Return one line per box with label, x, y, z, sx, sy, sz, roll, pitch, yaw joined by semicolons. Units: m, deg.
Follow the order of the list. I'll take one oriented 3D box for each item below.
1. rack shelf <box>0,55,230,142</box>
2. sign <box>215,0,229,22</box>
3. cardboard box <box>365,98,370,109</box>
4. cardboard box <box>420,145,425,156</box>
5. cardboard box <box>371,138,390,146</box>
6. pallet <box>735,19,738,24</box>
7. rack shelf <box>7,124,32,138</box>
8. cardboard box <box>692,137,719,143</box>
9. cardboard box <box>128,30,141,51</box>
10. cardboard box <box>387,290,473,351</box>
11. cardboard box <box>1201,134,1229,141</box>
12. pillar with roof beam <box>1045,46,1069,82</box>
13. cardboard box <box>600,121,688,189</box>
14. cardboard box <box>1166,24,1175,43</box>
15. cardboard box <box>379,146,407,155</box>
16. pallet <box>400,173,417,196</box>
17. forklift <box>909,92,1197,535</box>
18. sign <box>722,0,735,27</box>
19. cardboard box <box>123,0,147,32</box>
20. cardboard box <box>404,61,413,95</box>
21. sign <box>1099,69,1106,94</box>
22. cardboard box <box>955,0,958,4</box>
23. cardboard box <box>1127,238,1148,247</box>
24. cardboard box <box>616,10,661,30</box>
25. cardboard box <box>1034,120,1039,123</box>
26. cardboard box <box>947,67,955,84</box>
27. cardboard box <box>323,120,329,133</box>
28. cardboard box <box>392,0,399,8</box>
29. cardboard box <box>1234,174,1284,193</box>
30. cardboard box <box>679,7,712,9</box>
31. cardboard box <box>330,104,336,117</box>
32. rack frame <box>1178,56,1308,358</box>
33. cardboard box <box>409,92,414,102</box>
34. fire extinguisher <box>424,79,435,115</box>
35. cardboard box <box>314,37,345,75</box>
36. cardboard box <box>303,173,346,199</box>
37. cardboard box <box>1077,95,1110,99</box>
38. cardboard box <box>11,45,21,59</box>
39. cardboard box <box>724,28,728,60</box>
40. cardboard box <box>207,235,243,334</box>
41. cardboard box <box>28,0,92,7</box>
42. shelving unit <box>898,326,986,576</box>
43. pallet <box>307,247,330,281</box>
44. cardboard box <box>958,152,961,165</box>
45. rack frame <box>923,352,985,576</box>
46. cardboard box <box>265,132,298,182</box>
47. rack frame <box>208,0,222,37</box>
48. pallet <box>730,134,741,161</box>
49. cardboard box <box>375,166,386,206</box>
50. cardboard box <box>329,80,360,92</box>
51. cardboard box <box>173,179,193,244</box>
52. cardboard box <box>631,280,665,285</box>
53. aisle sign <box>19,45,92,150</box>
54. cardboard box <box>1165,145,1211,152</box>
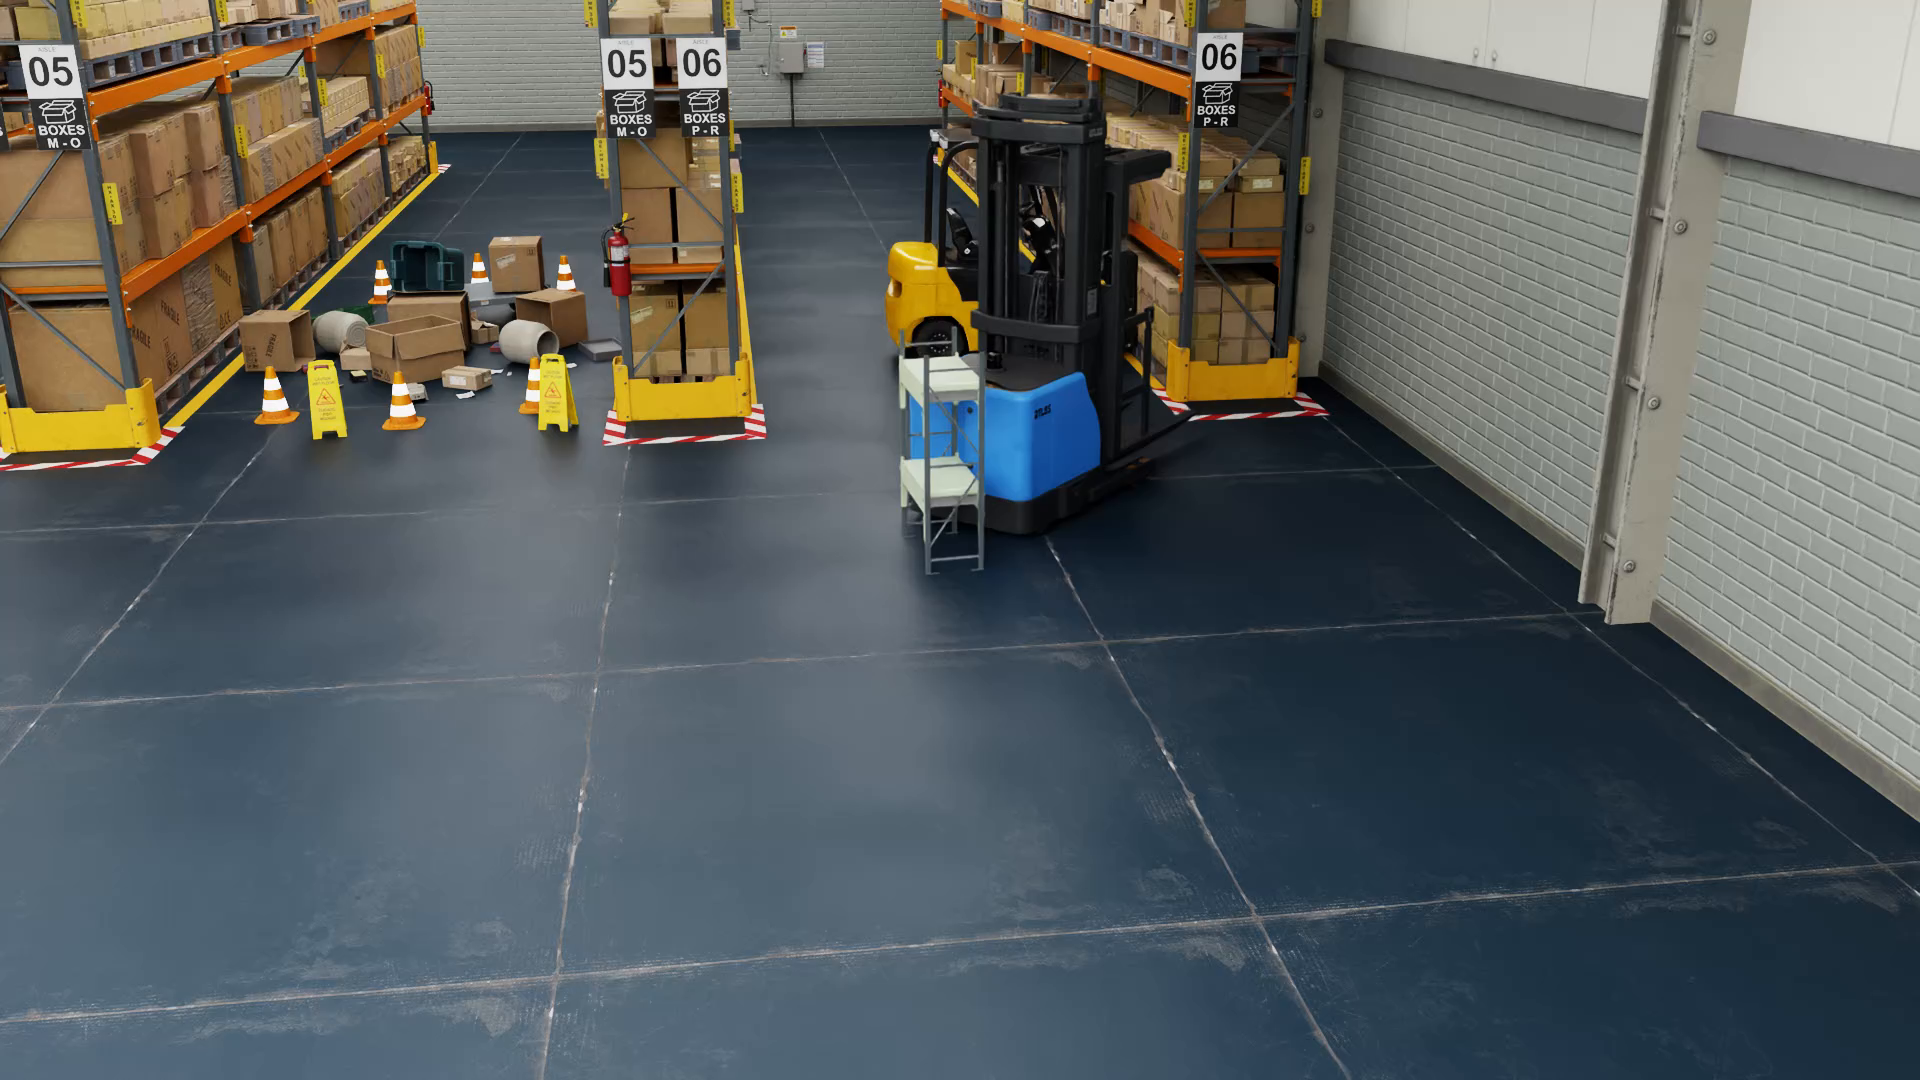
rack shelf;-7.595;-3.973;14.807;1.077;0.370;4.000;-3;21;-8
sign;-7.334;-5.310;16.507;0.100;0.325;0.005;-3;21;-8
cardboard box;-8.783;-6.319;24.105;0.380;0.149;0.250;-3;21;-9
cardboard box;-9.254;-6.584;28.107;0.380;0.149;0.250;-3;21;-9
cardboard box;-9.715;-6.604;27.735;0.380;0.149;0.250;-3;21;-7
pallet;-3.135;-5.777;18.878;1.213;0.211;1.003;-3;21;-8
rack shelf;-13.671;-5.122;22.172;1.077;0.370;4.000;-3;21;-8
cardboard box;-2.689;-3.927;17.374;0.500;0.500;0.500;-3;21;-9
cardboard box;-7.184;-4.228;14.077;0.380;0.149;0.250;-3;21;-8
cardboard box;-5.324;-2.195;16.679;0.797;0.637;0.503;-3;21;-8
cardboard box;2.457;-3.903;16.383;0.380;0.149;0.250;-3;21;-7
pillar with roof beam;-2.710;-9.783;25.048;9.100;9.000;0.400;-3;21;-8
cardboard box;-2.712;-3.317;14.314;0.700;0.500;0.500;-3;21;-9
cardboard box;2.069;-4.551;14.943;0.380;0.149;0.250;-4;21;-9
cardboard box;-9.147;-6.268;26.836;0.380;0.149;0.250;-4;21;-10
pallet;-9.347;-5.715;26.715;1.003;0.211;1.213;-3;21;-8
forklift;0.868;-1.870;12.534;1.130;2.935;3.031;13;24;32
sign;-1.886;-4.339;13.510;0.100;0.325;0.005;-3;21;-8
cardboard box;-7.270;-4.460;14.131;0.500;0.250;0.500;-3;21;-8
cardboard box;-9.142;-7.442;26.786;0.500;0.500;0.500;-3;21;-8
sign;1.884;-6.090;22.080;0.100;0.325;0.005;-3;21;-8
cardboard box;0.123;-8.918;27.378;0.380;0.149;0.250;-3;21;-8
cardboard box;1.818;-2.978;17.303;0.500;0.250;0.500;-2;21;-6
cardboard box;-2.803;-4.529;14.488;0.380;0.149;0.250;-3;21;-7
cardboard box;1.229;-5.343;21.234;0.500;0.250;0.500;-2;21;-6
cardboard box;0.054;-8.012;28.670;0.500;0.250;0.500;-3;21;-7
cardboard box;-8.363;-5.319;21.429;0.380;0.149;0.250;-2;21;-5
cardboard box;-9.050;-8.411;25.876;0.500;0.250;0.500;-2;21;-5
cardboard box;2.696;-3.230;15.007;0.380;0.149;0.250;-3;21;-9
cardboard box;-2.349;-4.734;15.035;0.380;0.149;0.250;-2;21;-6
cardboard box;-8.450;-5.651;21.894;0.380;0.149;0.250;-3;21;-8
rack frame;2.489;-2.749;14.788;1.000;3.000;0.127;-3;21;-8
cardboard box;-9.177;-7.274;27.265;0.380;0.149;0.250;-2;21;-6
fire extinguisher;-9.192;-7.652;28.559;0.296;0.674;0.183;-3;21;-8
cardboard box;-9.372;-7.171;24.631;0.500;0.500;0.500;-4;21;-10
cardboard box;-8.319;-4.610;21.673;0.500;0.250;0.500;-4;21;-10
cardboard box;1.731;-5.682;21.571;0.380;0.149;0.250;-2;21;-6
cardboard box;-7.725;-3.929;13.276;0.380;0.149;0.250;-3;21;-7
cardboard box;-2.295;-4.334;14.534;0.500;0.250;0.500;-3;21;-9
cardboard box;-7.862;-2.577;16.766;0.875;0.875;0.875;-3;21;-7
cardboard box;-7.040;-4.248;12.993;0.380;0.149;0.250;-3;21;-7
shelving unit;-0.126;-0.608;11.202;0.431;1.500;0.755;-5;21;-13
pallet;-8.421;-3.399;20.515;1.003;0.211;1.213;-3;21;-8
cardboard box;0.239;-6.611;28.103;0.500;0.500;0.500;-3;21;-7
rack frame;-0.036;-0.484;10.869;0.400;1.500;0.023;-5;21;-13
cardboard box;-7.909;-4.363;18.969;0.500;0.500;0.500;-3;21;-7
rack frame;-7.883;-6.408;16.011;1.000;3.000;0.127;-3;21;-8
pallet;-3.368;-4.936;20.918;1.213;0.211;1.003;-3;21;-8
cardboard box;-8.680;-5.149;24.188;0.500;0.500;0.500;-3;21;-9
cardboard box;-8.710;-6.413;23.508;0.380;0.149;0.250;-4;21;-9
cardboard box;-7.579;-2.980;15.192;0.875;0.550;0.500;-3;21;-8
cardboard box;-2.916;-2.449;15.316;0.380;0.149;0.250;-2;21;-6
aisle sign;-6.999;-3.421;12.872;0.394;0.787;0.004;-3;21;-8
cardboard box;2.135;-3.615;15.613;0.380;0.149;0.250;-3;21;-7
